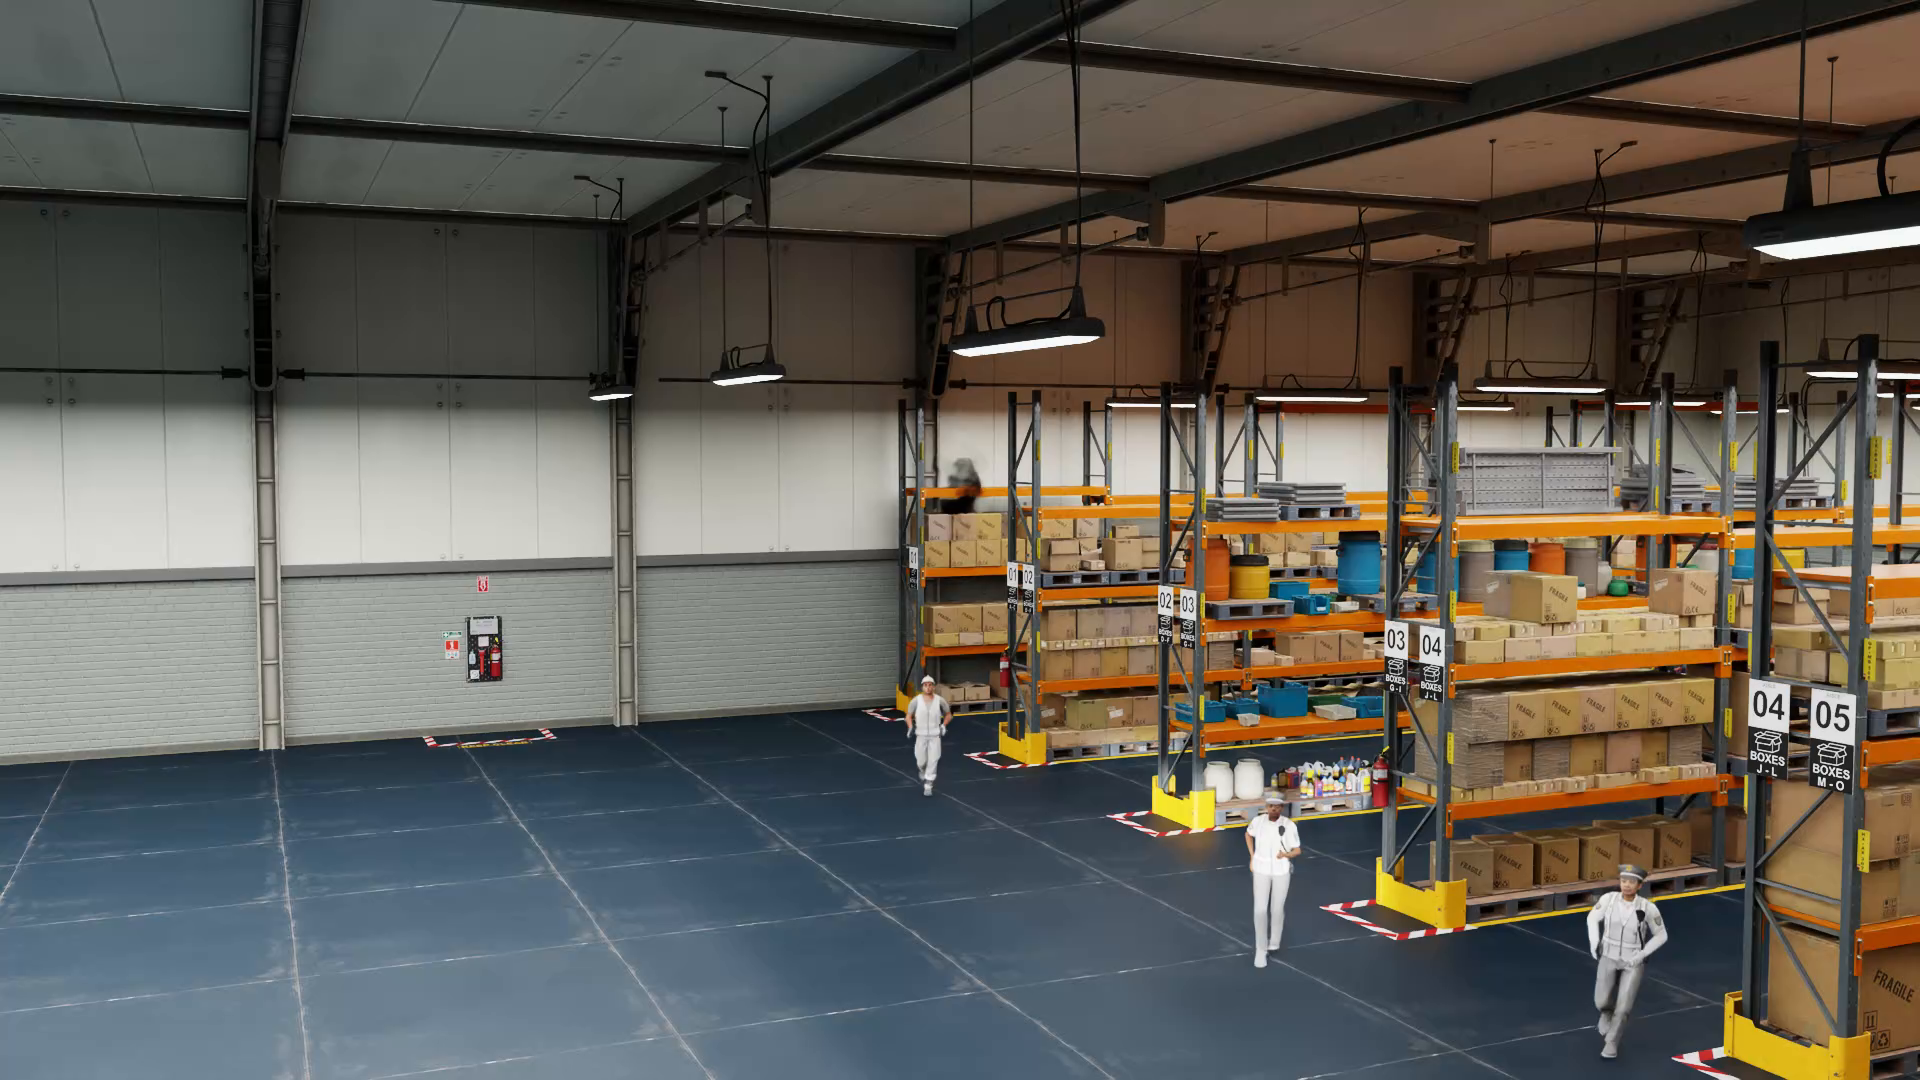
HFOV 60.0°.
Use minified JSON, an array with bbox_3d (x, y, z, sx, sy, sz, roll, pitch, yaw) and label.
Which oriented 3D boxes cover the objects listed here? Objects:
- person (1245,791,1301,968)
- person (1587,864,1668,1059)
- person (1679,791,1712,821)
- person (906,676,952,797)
[{"bbox_3d":[3.116,3.356,16.585,0.556,1.758,0.761,1,3,12],"label":"person"},{"bbox_3d":[5.608,3.522,14.009,0.648,1.652,0.509,2,4,32],"label":"person"},{"bbox_3d":[9.703,2.980,21.754,0.969,1.758,0.656,-2,4,-29],"label":"person"},{"bbox_3d":[-0.456,2.865,24.446,0.669,1.740,0.637,0,3,-2],"label":"person"}]
